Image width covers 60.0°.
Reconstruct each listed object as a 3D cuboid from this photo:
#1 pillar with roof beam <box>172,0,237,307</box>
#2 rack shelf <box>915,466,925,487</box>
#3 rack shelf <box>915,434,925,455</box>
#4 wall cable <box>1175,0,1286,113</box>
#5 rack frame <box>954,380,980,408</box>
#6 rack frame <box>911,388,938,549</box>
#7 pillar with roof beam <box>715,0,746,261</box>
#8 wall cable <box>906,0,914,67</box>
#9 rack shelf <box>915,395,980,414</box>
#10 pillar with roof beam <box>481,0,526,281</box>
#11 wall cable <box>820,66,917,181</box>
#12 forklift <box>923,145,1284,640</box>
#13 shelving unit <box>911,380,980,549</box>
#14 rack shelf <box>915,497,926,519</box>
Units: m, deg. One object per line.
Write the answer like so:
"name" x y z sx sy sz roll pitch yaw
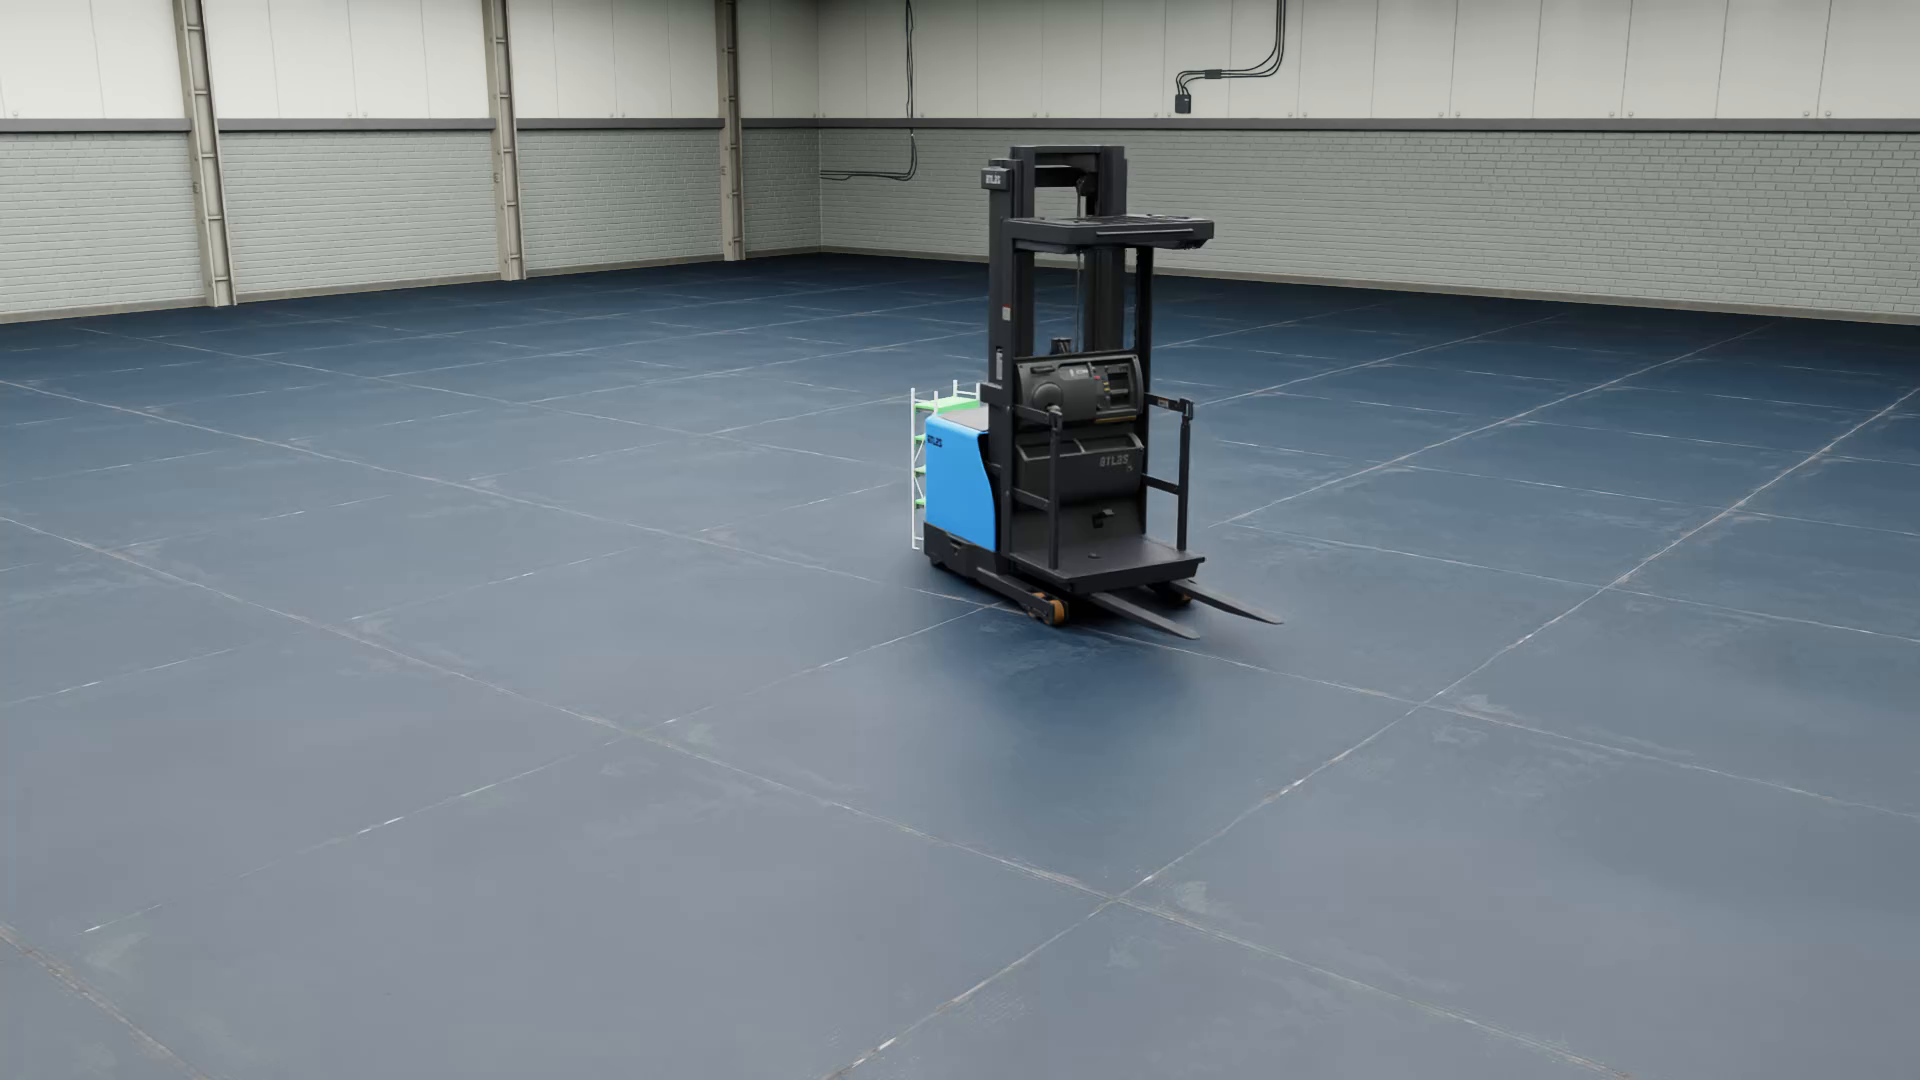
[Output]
"pillar with roof beam" -9.272 -7.707 24.685 9.100 9.000 0.400 11 18 38
"rack shelf" -0.104 -0.488 12.366 0.258 0.148 0.480 11 18 38
"rack shelf" -0.104 -0.721 12.307 0.258 0.148 0.480 11 18 38
"wall cable" 5.176 -11.207 31.556 2.305 6.003 0.169 11 18 38
"rack frame" 0.049 -0.597 12.534 0.240 1.200 0.015 11 18 38
"rack frame" -0.257 -0.503 12.166 0.240 1.200 0.015 11 18 38
"pillar with roof beam" -1.730 -10.005 33.732 9.100 9.000 0.400 11 18 38
"wall cable" -0.094 -11.555 35.882 3.097 2.526 0.112 11 18 38
"rack shelf" -0.104 -0.953 12.248 0.258 0.148 0.480 11 18 38
"pillar with roof beam" -5.501 -8.856 29.208 9.100 9.000 0.400 11 18 38
"wall cable" -2.198 -9.526 38.152 3.097 2.526 0.112 11 18 38
"forklift" 0.891 -1.006 10.629 1.130 2.935 3.031 -8 16 -28
"shelving unit" -0.104 -0.550 12.350 0.258 1.200 0.503 11 18 38
"rack shelf" -0.104 -0.255 12.425 0.258 0.148 0.480 11 18 38
